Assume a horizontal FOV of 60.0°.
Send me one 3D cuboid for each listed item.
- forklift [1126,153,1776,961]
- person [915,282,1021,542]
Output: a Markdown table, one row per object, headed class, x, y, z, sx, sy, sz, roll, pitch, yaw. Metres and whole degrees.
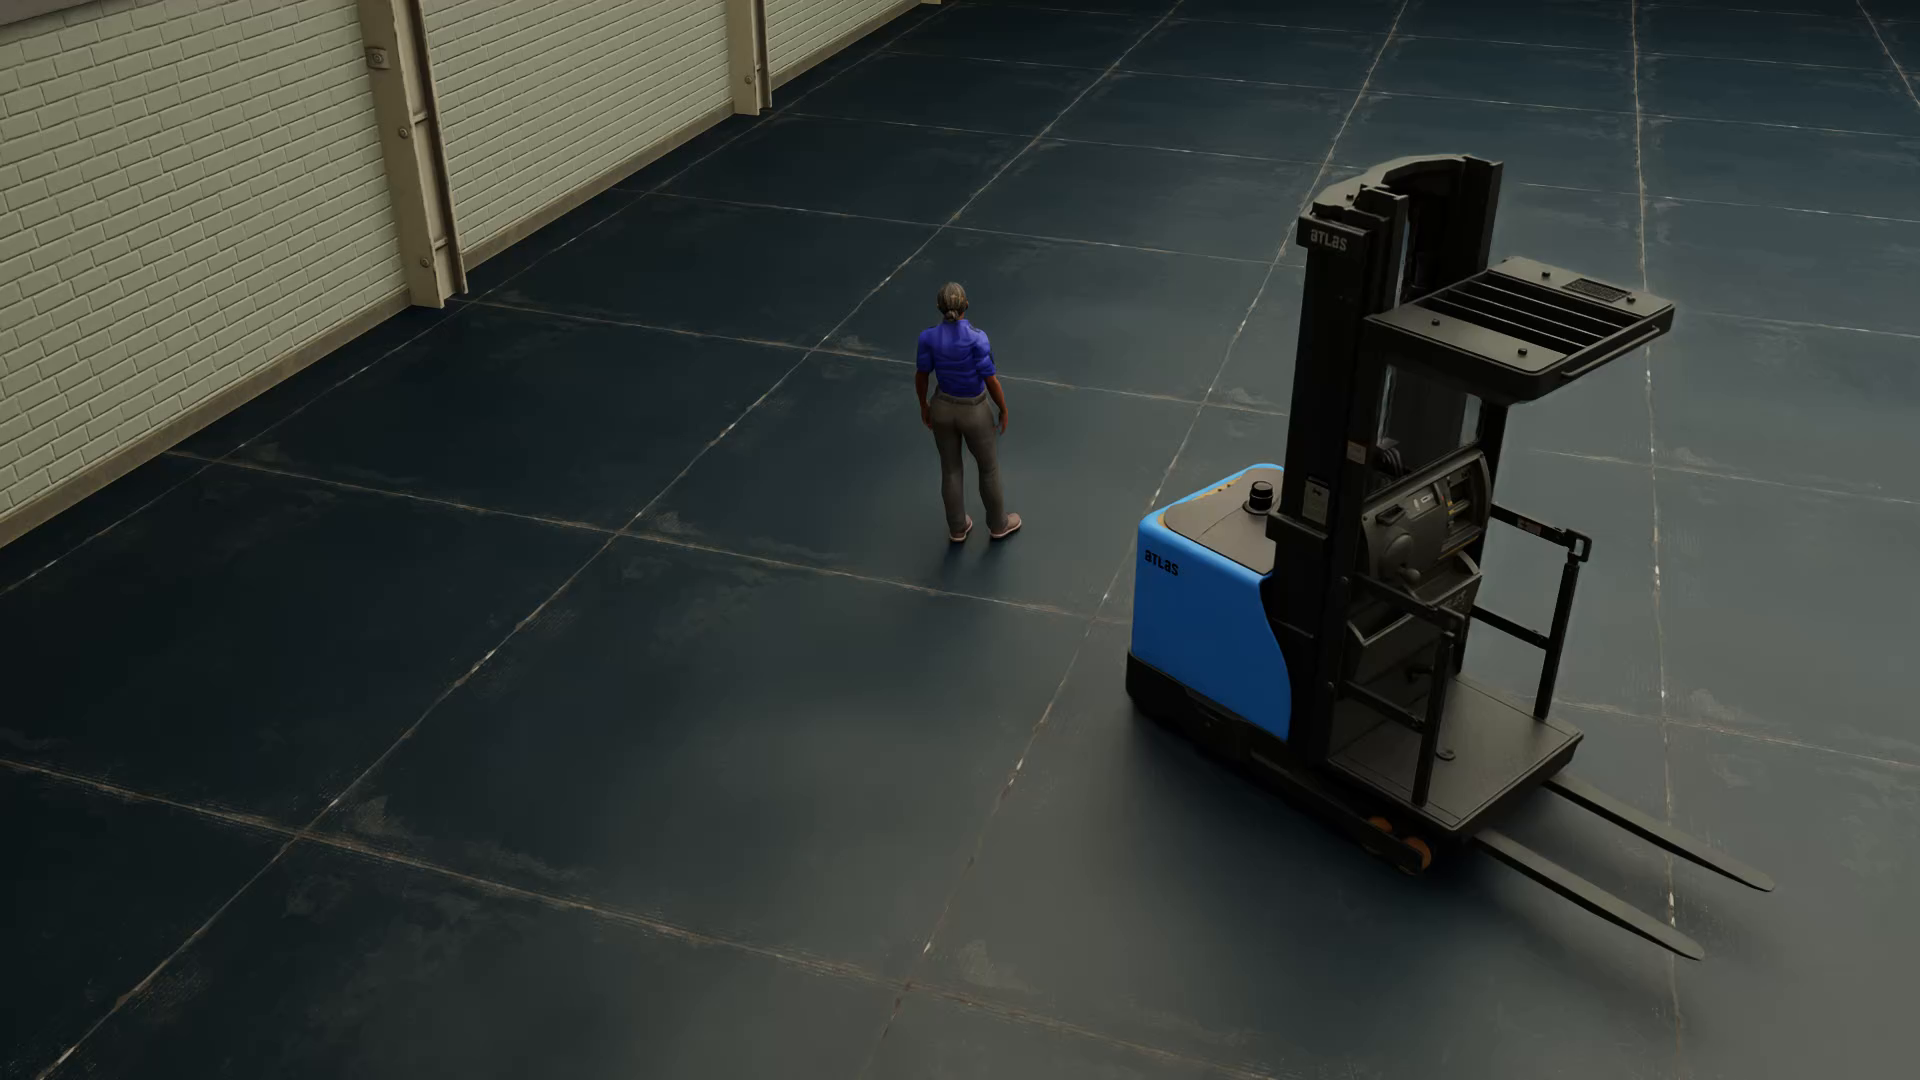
| class | x | y | z | sx | sy | sz | roll | pitch | yaw |
| --- | --- | --- | --- | --- | --- | --- | --- | --- | --- |
| forklift | 2.213 | -0.059 | 7.240 | 1.130 | 2.935 | 3.031 | -24 | 37 | -35 |
| person | 0.047 | -0.763 | 9.750 | 0.570 | 1.656 | 0.503 | 10 | 31 | 16 |
